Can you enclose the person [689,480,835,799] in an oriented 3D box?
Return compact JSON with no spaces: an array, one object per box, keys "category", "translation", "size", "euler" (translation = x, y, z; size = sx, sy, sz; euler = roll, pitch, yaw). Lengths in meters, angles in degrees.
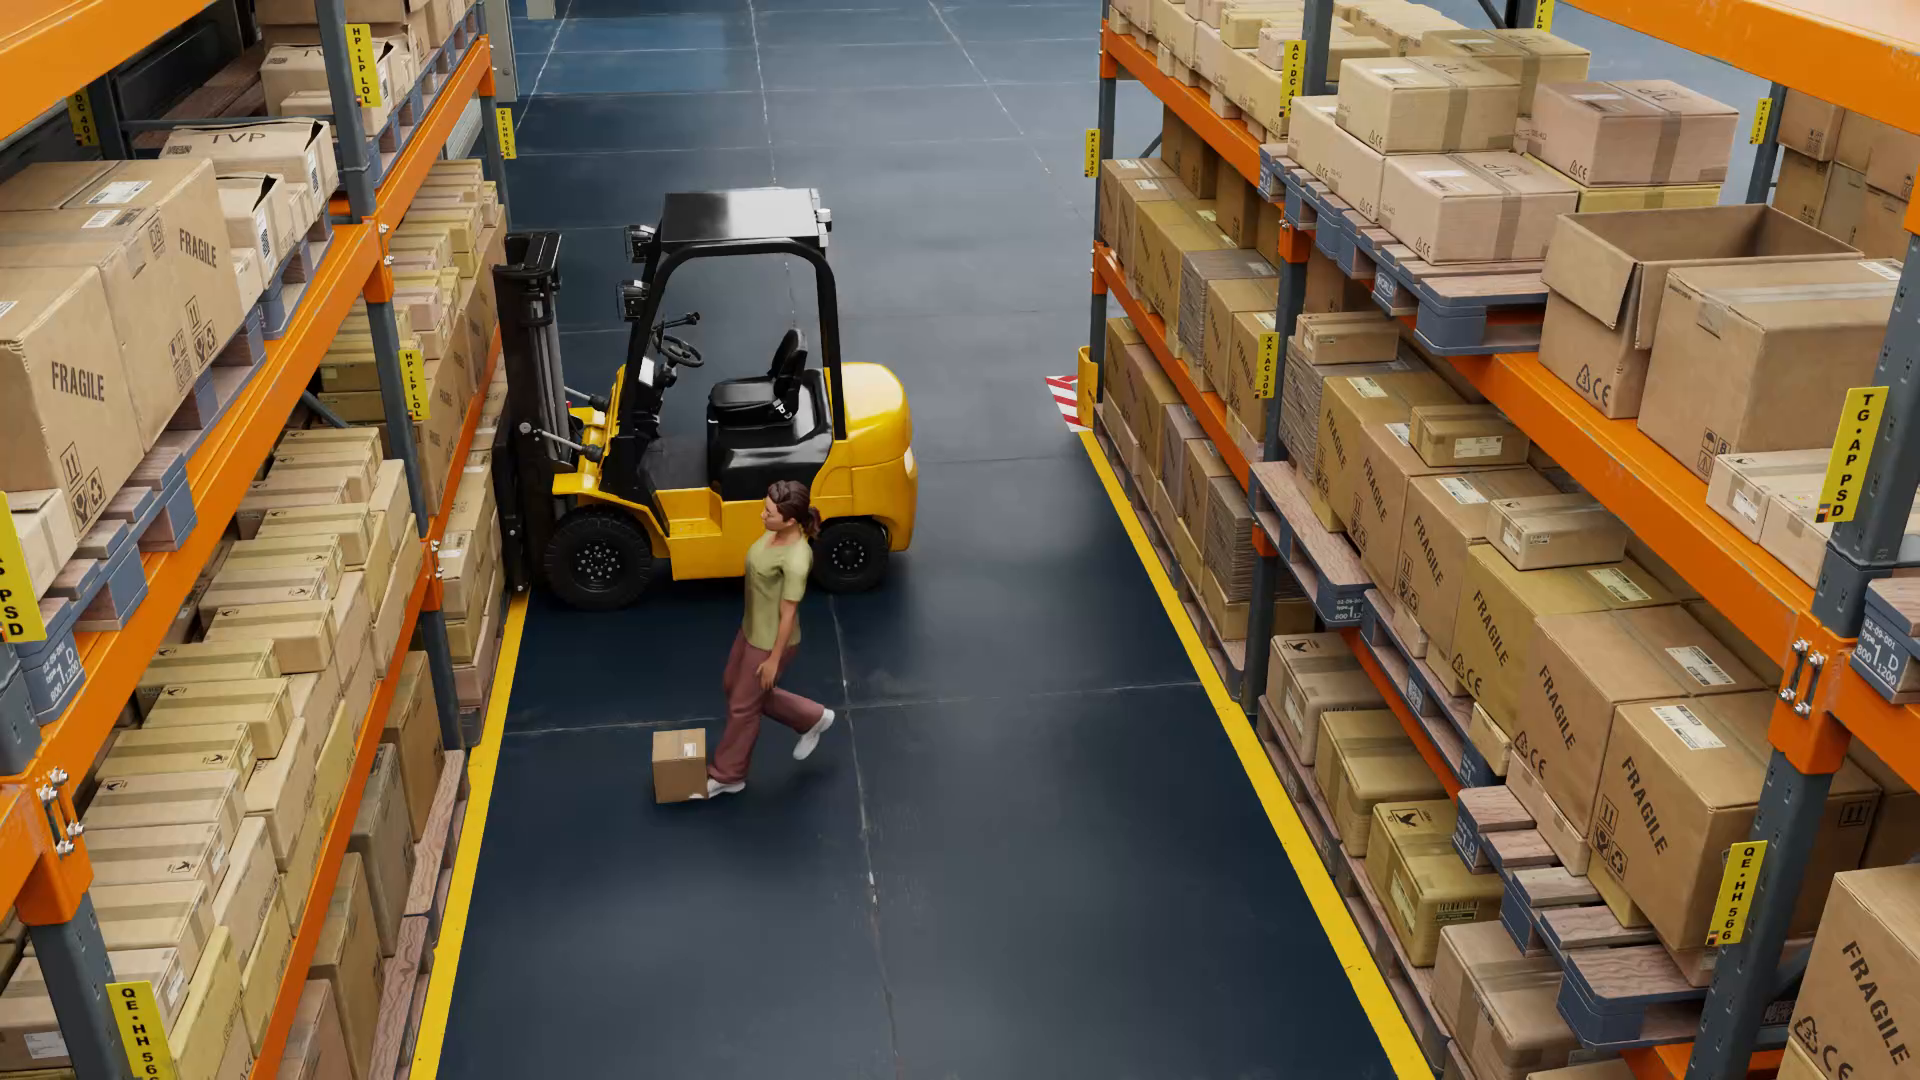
[{"category":"person","translation":[-0.974,0.570,7.839],"size":[0.775,1.369,0.490],"euler":[-8,28,-15]}]
